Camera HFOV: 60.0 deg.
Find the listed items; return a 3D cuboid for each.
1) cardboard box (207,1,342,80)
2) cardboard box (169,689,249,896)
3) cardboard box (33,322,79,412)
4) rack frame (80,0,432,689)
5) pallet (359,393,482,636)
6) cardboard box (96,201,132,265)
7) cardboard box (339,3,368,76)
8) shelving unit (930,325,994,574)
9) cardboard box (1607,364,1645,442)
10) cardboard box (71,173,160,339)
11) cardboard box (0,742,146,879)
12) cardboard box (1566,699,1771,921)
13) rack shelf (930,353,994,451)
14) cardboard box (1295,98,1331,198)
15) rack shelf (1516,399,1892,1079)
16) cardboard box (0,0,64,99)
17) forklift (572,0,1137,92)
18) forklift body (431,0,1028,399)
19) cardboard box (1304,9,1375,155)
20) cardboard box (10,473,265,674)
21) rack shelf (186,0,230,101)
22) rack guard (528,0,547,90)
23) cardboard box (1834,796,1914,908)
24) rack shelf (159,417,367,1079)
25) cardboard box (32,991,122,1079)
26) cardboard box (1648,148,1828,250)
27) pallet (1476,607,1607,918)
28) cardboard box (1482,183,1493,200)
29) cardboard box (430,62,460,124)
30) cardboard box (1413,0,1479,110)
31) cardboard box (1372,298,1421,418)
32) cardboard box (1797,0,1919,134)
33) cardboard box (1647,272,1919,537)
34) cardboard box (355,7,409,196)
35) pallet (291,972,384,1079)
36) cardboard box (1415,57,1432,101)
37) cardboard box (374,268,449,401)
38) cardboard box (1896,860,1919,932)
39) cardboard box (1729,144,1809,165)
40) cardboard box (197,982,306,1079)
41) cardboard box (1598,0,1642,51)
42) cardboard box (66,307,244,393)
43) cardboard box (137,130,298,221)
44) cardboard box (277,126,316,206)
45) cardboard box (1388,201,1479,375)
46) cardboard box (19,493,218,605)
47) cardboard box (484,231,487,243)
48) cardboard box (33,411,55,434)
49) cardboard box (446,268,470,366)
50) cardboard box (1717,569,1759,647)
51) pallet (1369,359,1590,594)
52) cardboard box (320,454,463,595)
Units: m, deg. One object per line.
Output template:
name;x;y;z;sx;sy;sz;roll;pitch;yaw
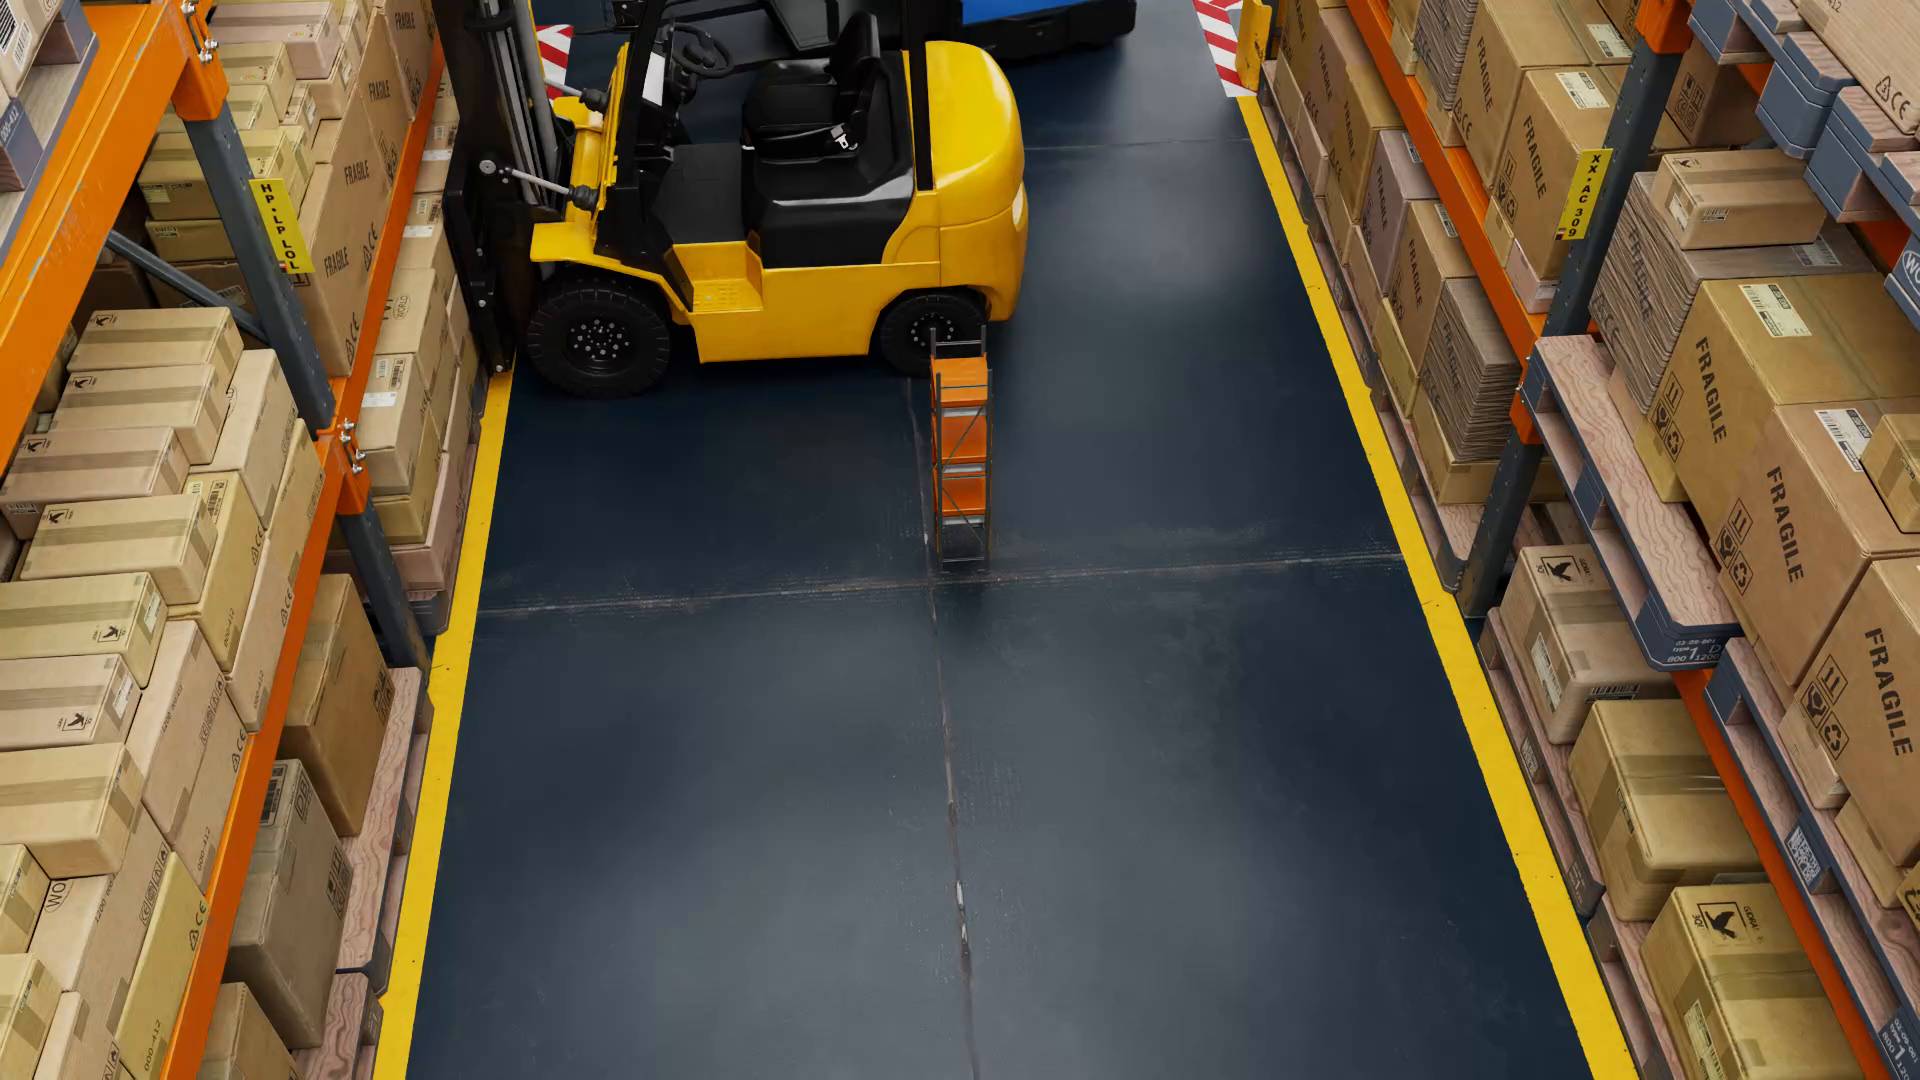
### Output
cardboard box;-2.289;-1.659;5.535;0.380;0.149;0.250;-3;47;-2
cardboard box;-2.135;0.634;4.187;0.500;0.250;0.500;-3;47;-3
cardboard box;-2.681;-0.481;4.624;0.380;0.149;0.250;-4;47;-4
rack frame;-2.497;-0.491;5.149;1.000;3.000;0.127;-3;47;-3
pallet;-2.522;-0.110;6.708;1.003;0.211;1.213;-3;47;-3
cardboard box;-2.780;-0.965;5.083;0.380;0.149;0.250;-4;47;-4
cardboard box;-2.301;-1.742;5.818;0.380;0.149;0.250;-4;47;-4
shelving unit;0.005;-0.322;6.332;0.215;1.050;0.252;-3;47;-3
cardboard box;2.181;-0.434;4.979;0.380;0.149;0.250;-3;47;-3
cardboard box;-2.804;-0.834;5.405;0.500;0.500;0.500;-4;47;-4
cardboard box;-2.011;0.595;3.605;0.380;0.149;0.250;-5;47;-4
cardboard box;2.559;0.863;5.387;0.950;0.372;0.625;-1;47;-1
rack shelf;0.005;-0.510;6.134;0.215;0.259;0.240;-3;47;-3
cardboard box;1.941;-1.918;8.105;0.500;0.250;0.500;-2;47;-2
rack shelf;2.617;0.899;4.328;1.077;0.370;4.000;-3;47;-3
cardboard box;-2.193;-1.161;3.421;0.500;0.311;0.500;-5;47;-5
forklift;-0.584;-3.802;8.332;3.031;2.935;1.130;-15;48;-14
forklift body;-0.855;-1.832;7.003;2.313;2.155;1.214;-3;47;-3
cardboard box;1.957;-2.150;7.809;0.500;0.500;0.500;-5;47;-5
cardboard box;-2.151;0.100;4.348;0.500;0.250;0.500;-5;47;-4
rack shelf;-2.664;-2.722;5.691;1.077;0.370;4.000;-3;47;-3
rack guard;-2.834;-2.543;8.814;1.175;0.500;0.348;-3;47;-3
cardboard box;2.314;0.702;3.903;0.380;0.149;0.250;-5;47;-5
rack shelf;-2.329;1.204;4.040;1.077;0.370;4.000;-3;47;-3
cardboard box;-2.022;1.205;3.302;0.500;0.250;0.500;-5;47;-4
cardboard box;2.136;-0.937;4.562;0.380;0.149;0.250;-4;47;-3
pallet;2.516;0.727;5.916;1.003;0.211;1.213;-3;47;-3
cardboard box;2.147;-1.296;6.085;0.380;0.149;0.250;-3;47;-3
cardboard box;-2.382;-1.880;7.380;0.500;0.250;0.500;-3;47;-3
cardboard box;2.066;-1.985;6.290;0.500;0.500;0.500;-2;47;-2
cardboard box;2.077;-0.790;7.037;0.500;0.250;0.500;-5;47;-4
cardboard box;2.142;-1.105;3.479;0.500;0.250;0.500;-4;47;-4
cardboard box;2.245;-0.357;4.459;0.500;0.500;0.500;-3;47;-3
cardboard box;-2.377;-1.604;6.134;0.500;0.500;0.500;-4;47;-4
pallet;-2.291;1.884;4.821;1.003;0.211;1.213;-3;47;-3
cardboard box;2.039;-1.844;6.604;0.380;0.149;0.250;-4;47;-4
cardboard box;-2.257;-0.773;6.332;0.500;0.250;0.500;-3;47;-3
cardboard box;2.371;0.767;3.394;0.500;0.500;0.500;-6;47;-6
cardboard box;2.690;-1.267;5.610;0.500;0.500;0.500;-4;47;-3
cardboard box;-2.320;1.664;4.454;0.875;0.625;0.625;-5;47;-5
cardboard box;2.607;-1.978;5.595;0.700;0.500;0.500;-3;47;-3
cardboard box;-2.247;-0.514;4.656;0.380;0.149;0.250;-2;47;-2
cardboard box;-2.228;-1.099;5.004;0.380;0.149;0.250;-3;47;-2
cardboard box;-2.285;-1.182;5.288;0.380;0.149;0.250;-2;47;-2
cardboard box;2.088;-1.031;6.749;0.500;0.500;0.500;-3;47;-3
cardboard box;-2.085;0.034;4.137;0.380;0.149;0.250;-5;47;-5
cardboard box;-2.347;-1.166;7.392;0.500;0.250;0.500;-2;47;-2
cardboard box;-2.710;-0.228;4.659;0.500;0.250;0.500;-4;47;-4
cardboard box;-2.304;-0.959;6.852;0.500;0.250;0.500;-4;47;-4
cardboard box;2.272;0.136;4.439;0.380;0.149;0.250;-3;47;-3
pallet;2.358;-0.320;6.908;1.003;0.211;1.213;-3;47;-3
cardboard box;-2.207;-0.060;6.345;0.500;0.250;0.500;-3;47;-3
